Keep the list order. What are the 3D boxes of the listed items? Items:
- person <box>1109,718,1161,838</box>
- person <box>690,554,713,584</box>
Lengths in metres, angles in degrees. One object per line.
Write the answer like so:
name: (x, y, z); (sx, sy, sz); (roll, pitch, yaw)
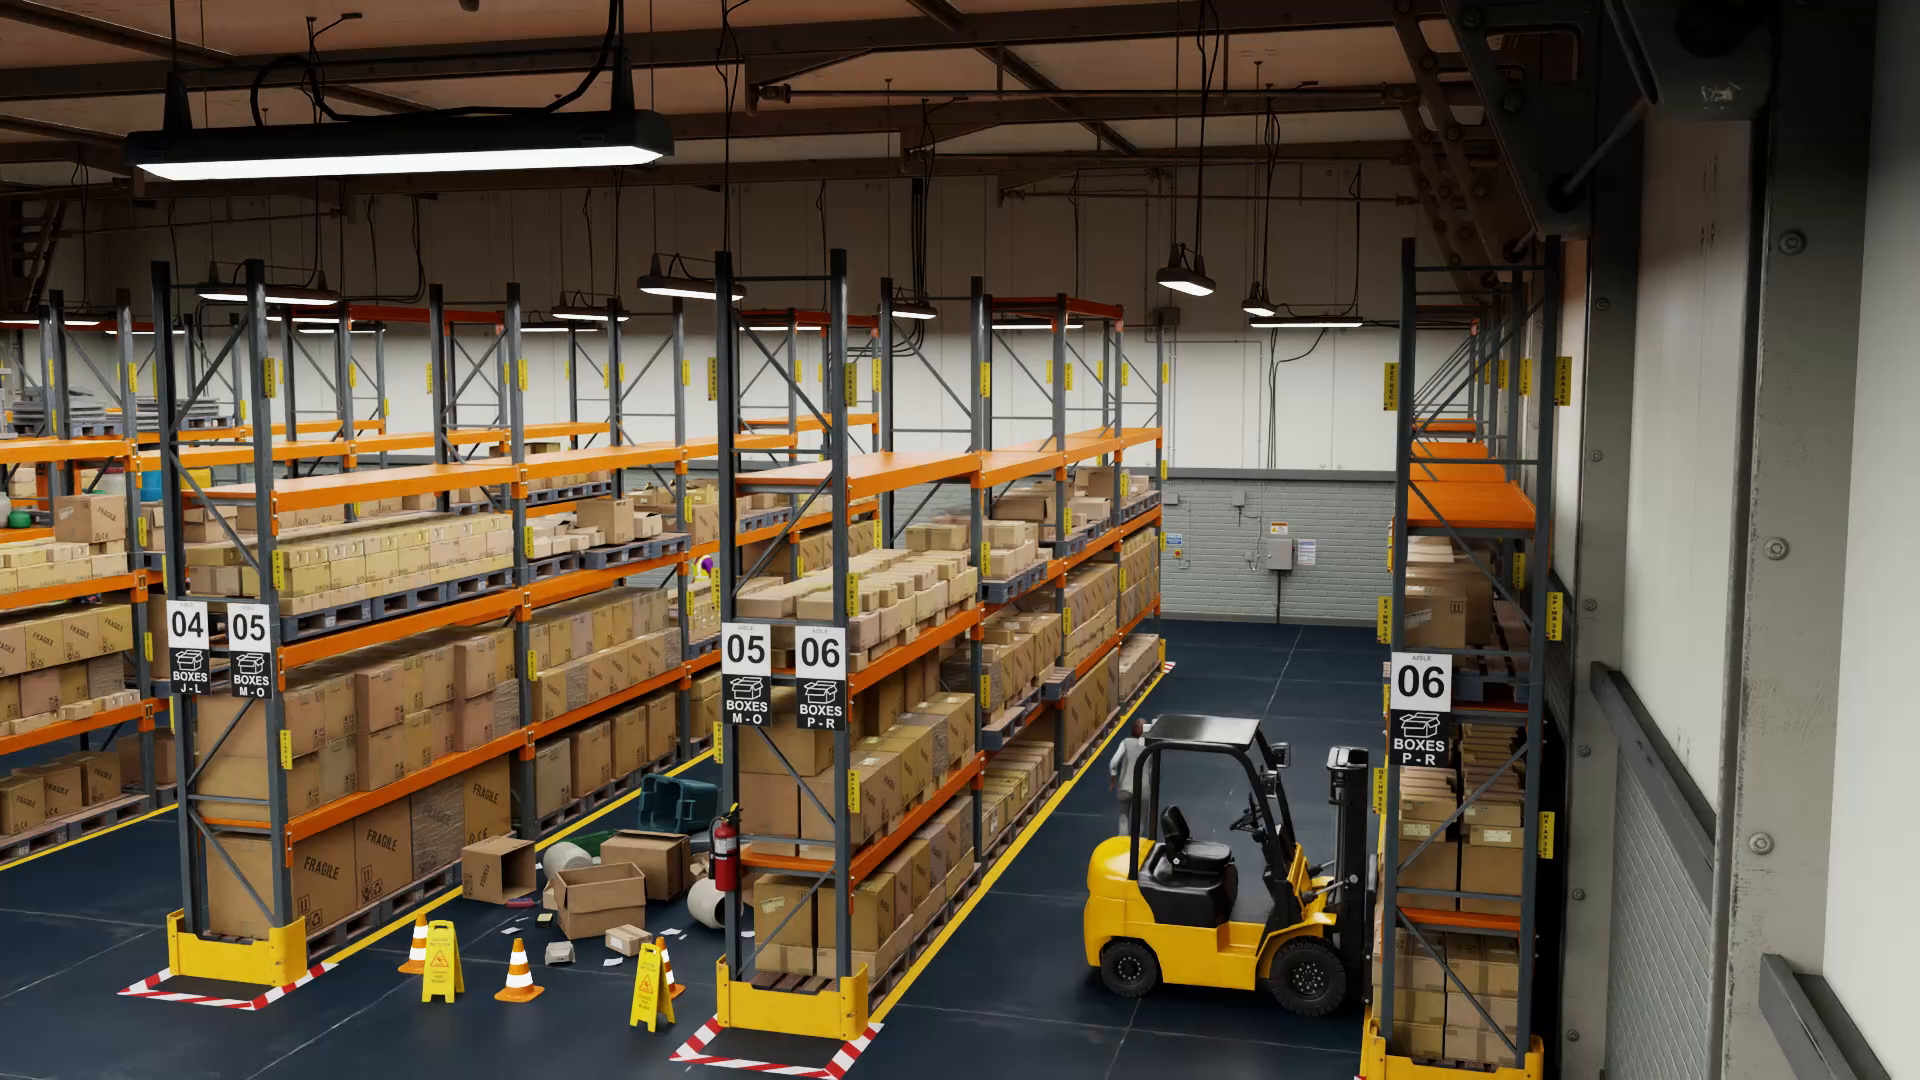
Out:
person: (1.815, 2.611, 17.287); (0.512, 1.482, 0.751); (2, 6, 18)
person: (-5.034, 0.865, 32.612); (1.029, 1.741, 0.587); (-3, 7, -29)
